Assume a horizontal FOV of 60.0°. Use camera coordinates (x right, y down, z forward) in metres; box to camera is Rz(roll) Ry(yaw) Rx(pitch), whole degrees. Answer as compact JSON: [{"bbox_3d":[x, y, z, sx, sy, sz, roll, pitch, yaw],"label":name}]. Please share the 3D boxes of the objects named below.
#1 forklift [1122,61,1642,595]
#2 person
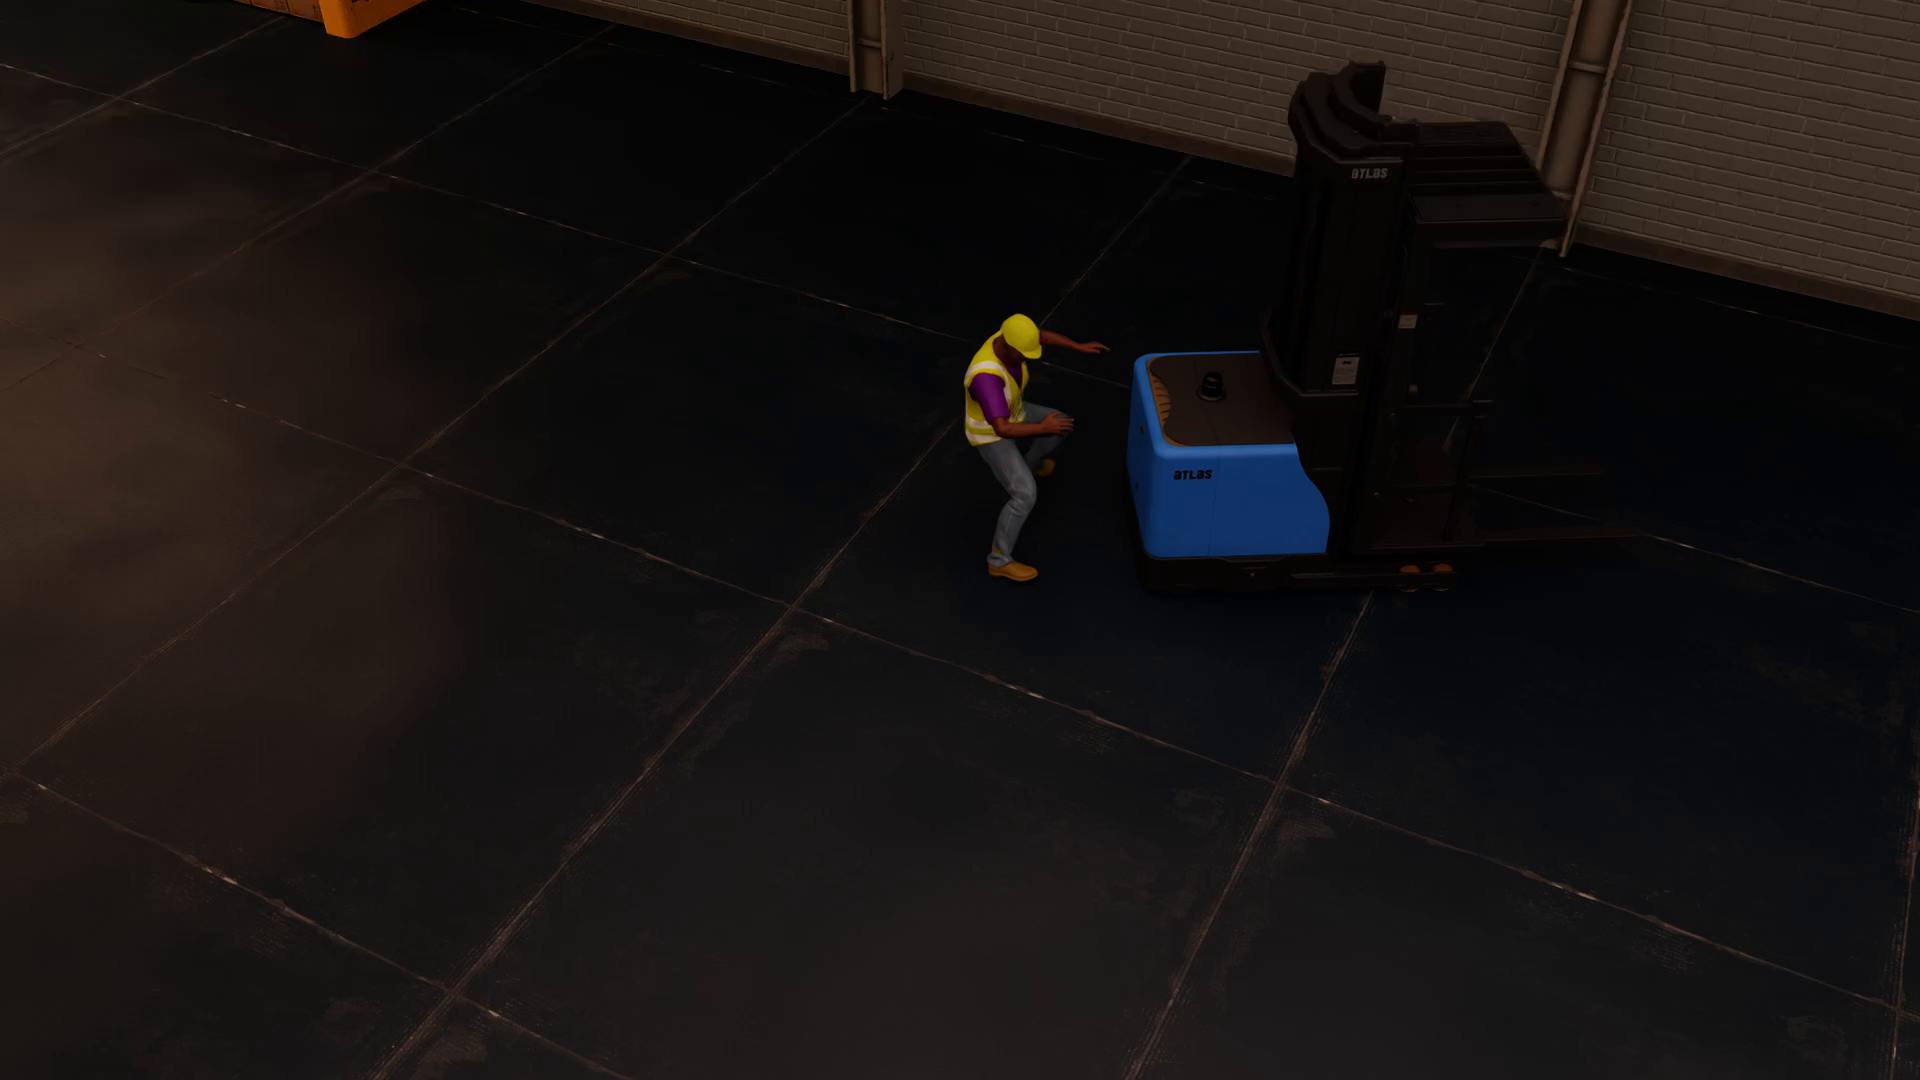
[{"bbox_3d":[2.557,-1.151,9.353,3.031,2.935,1.130,-2,40,-2],"label":"forklift"},{"bbox_3d":[0.409,-0.698,9.908,0.735,1.528,1.133,18,43,20],"label":"person"}]
